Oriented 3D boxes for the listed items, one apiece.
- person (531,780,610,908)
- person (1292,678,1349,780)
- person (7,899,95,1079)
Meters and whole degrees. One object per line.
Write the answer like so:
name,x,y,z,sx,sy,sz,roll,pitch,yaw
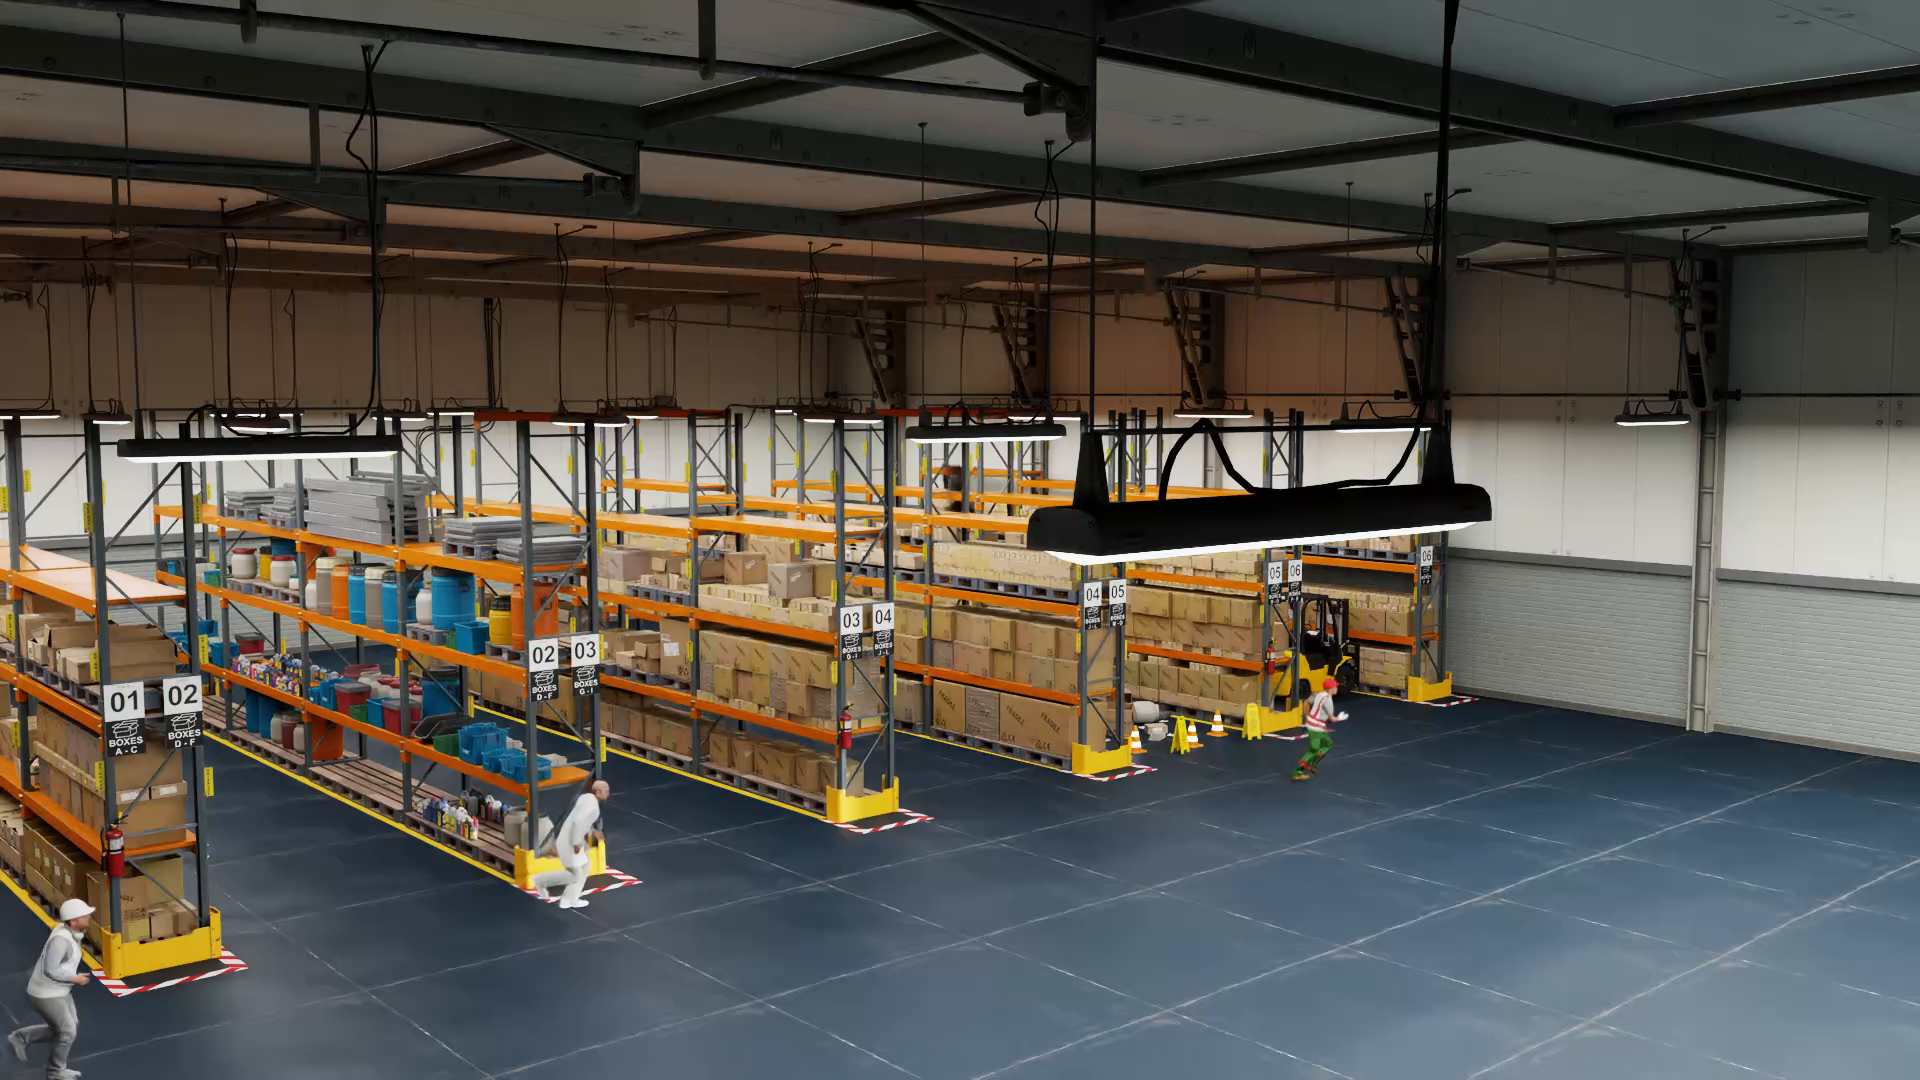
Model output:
person,-4.781,3.756,20.421,0.965,1.585,0.729,-1,5,-11
person,5.905,3.089,27.260,0.905,1.675,0.686,0,5,1
person,-8.357,4.158,15.290,0.791,1.710,0.649,-1,5,-12
